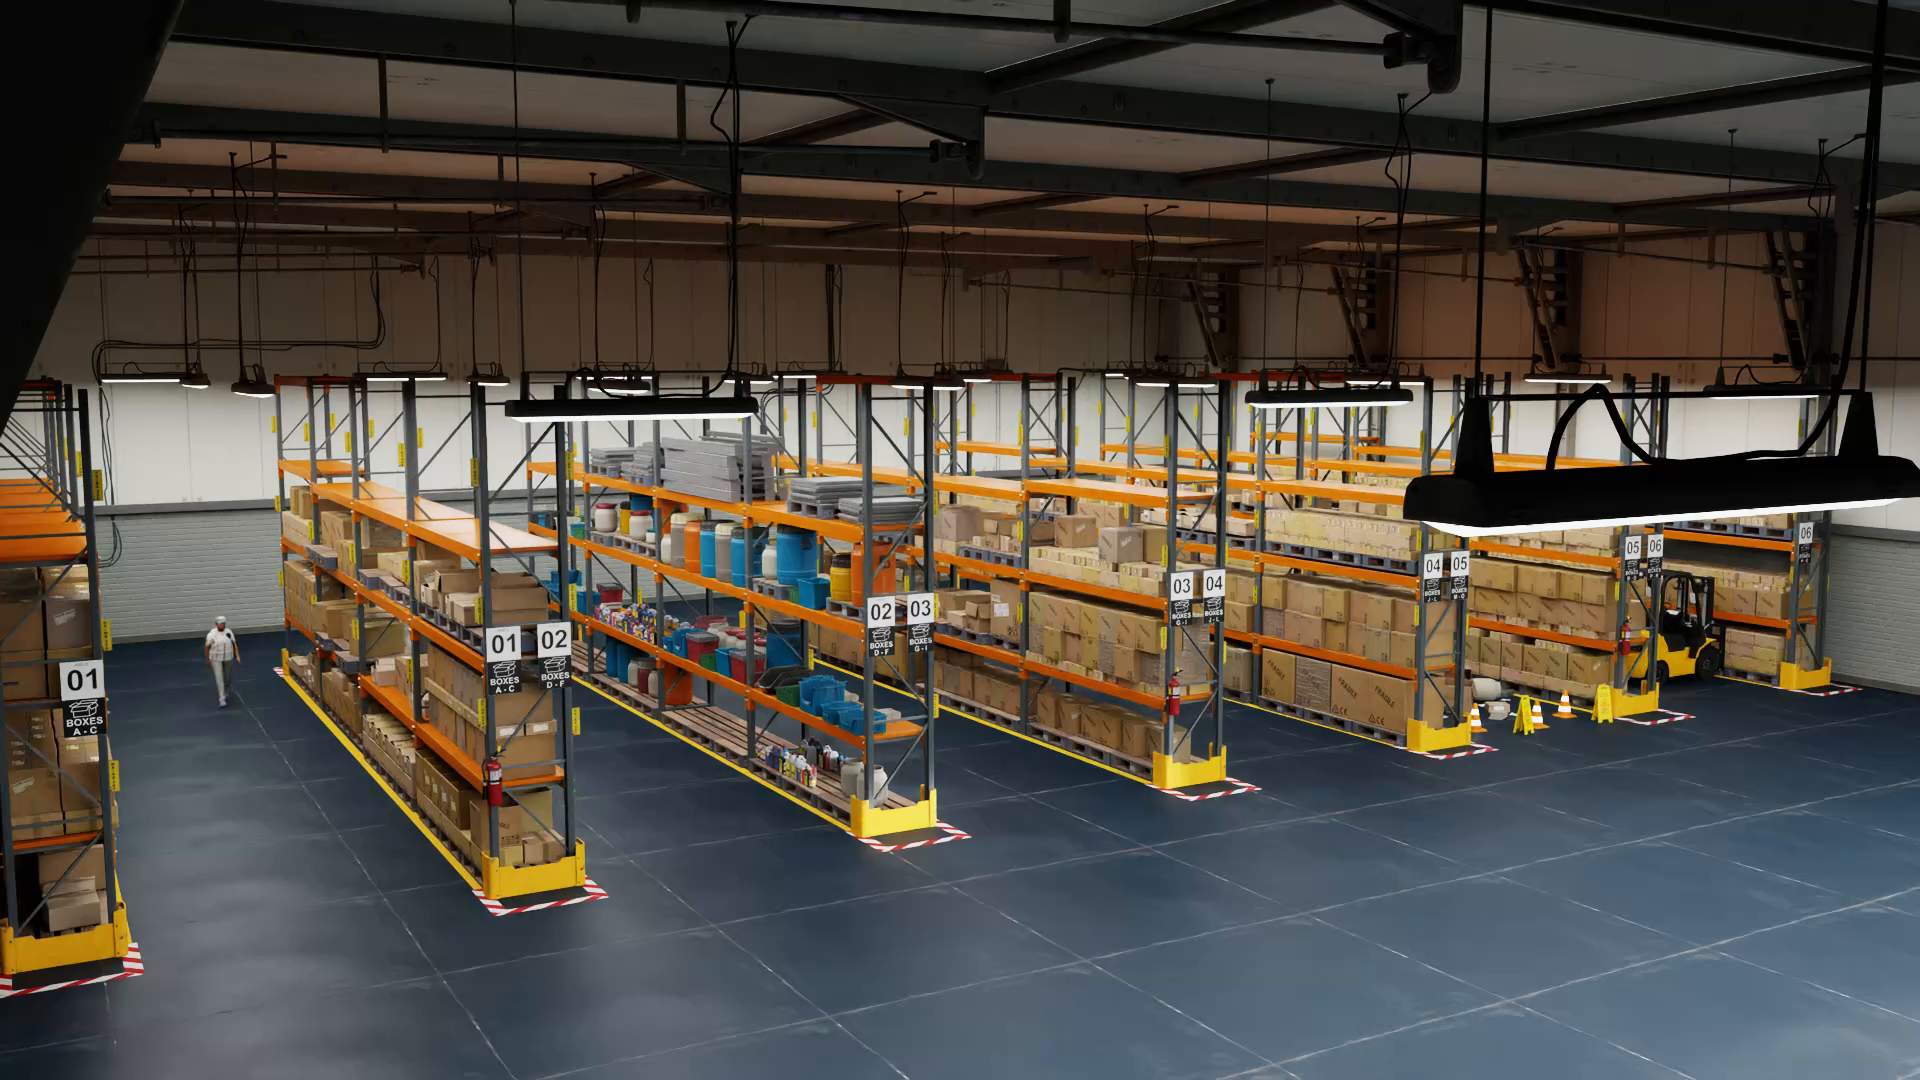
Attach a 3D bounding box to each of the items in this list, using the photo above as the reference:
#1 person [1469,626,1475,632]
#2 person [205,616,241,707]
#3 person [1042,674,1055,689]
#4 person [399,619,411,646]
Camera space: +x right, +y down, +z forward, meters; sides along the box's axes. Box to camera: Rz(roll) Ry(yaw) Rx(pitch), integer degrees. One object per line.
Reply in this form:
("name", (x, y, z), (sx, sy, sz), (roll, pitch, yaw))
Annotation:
("person", (11.339, 1.586, 36.080), (0.454, 1.714, 0.595), (-5, 8, -37))
("person", (-13.516, 2.184, 30.480), (0.564, 1.605, 1.022), (-4, 7, -33))
("person", (1.696, 2.039, 31.573), (0.598, 1.766, 0.648), (-3, 7, -28))
("person", (-11.191, 1.851, 33.362), (0.642, 1.684, 0.736), (-3, 7, -22))
